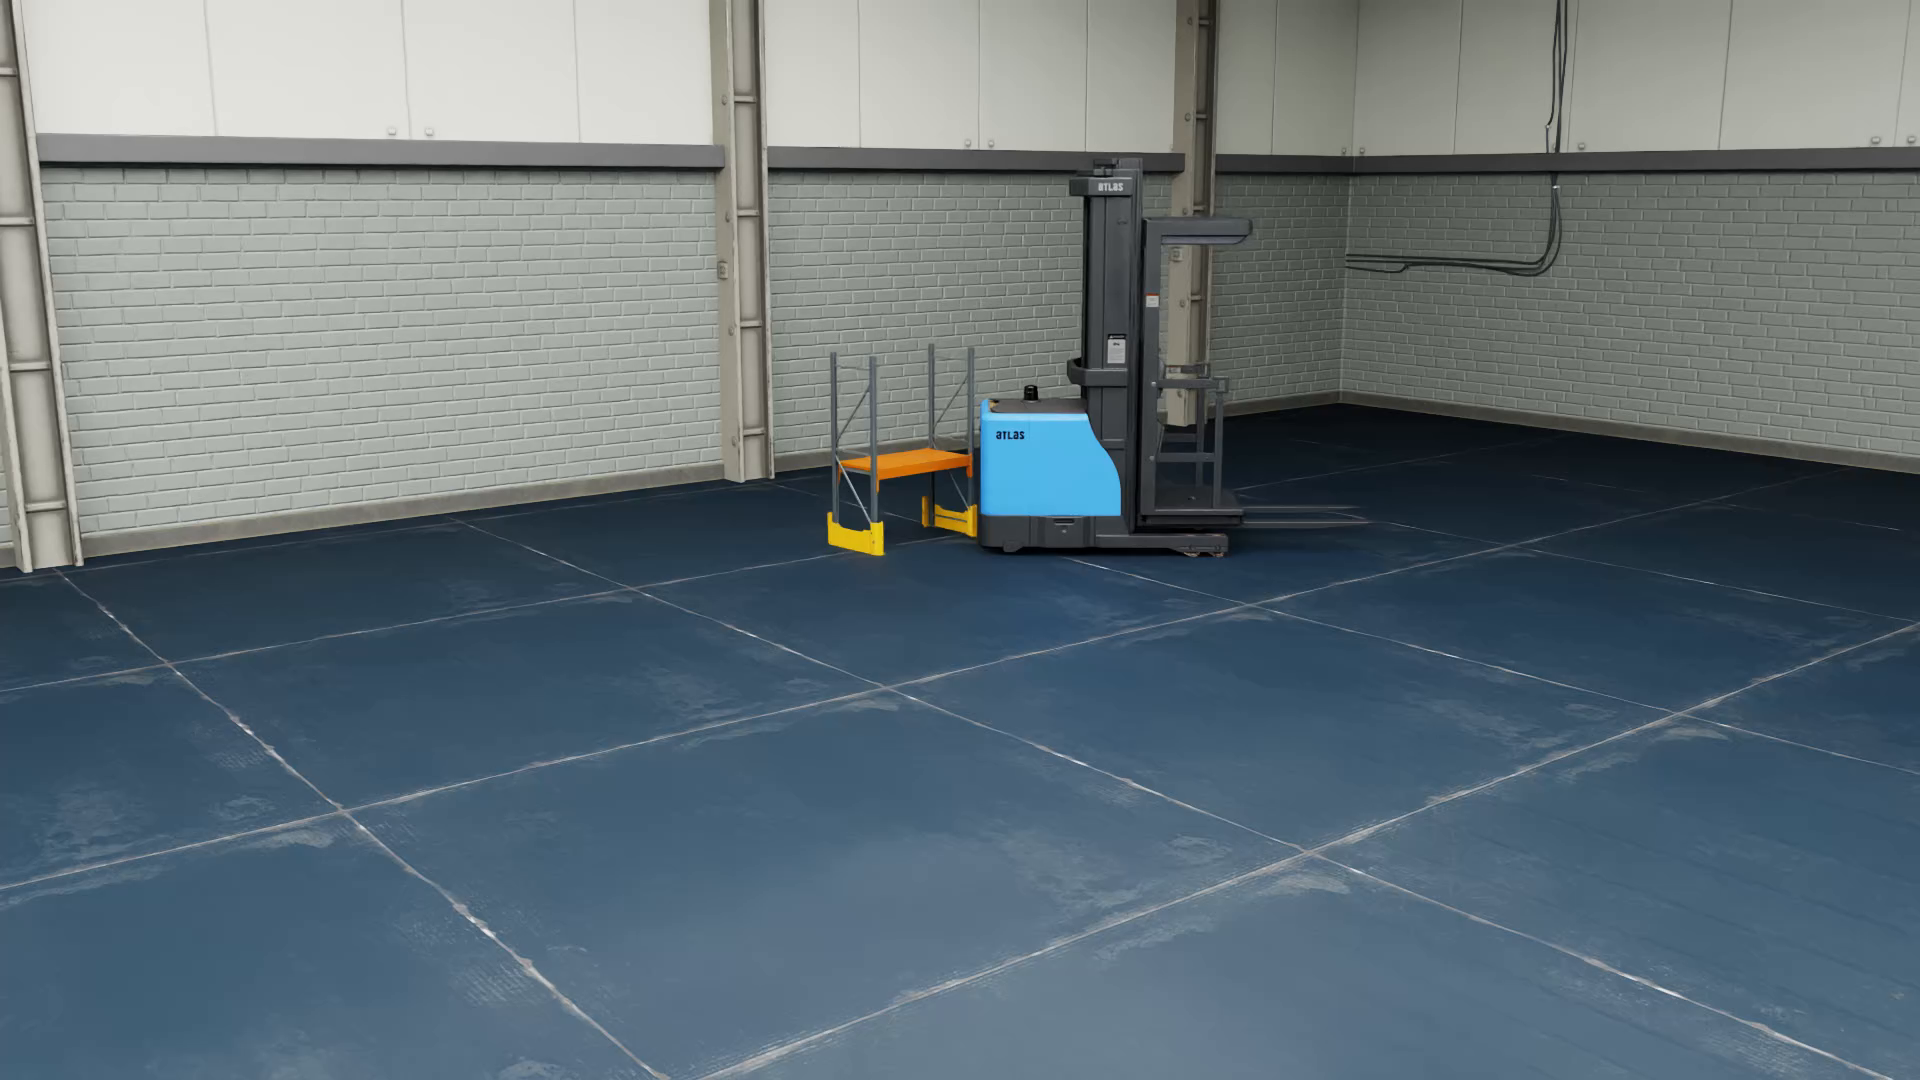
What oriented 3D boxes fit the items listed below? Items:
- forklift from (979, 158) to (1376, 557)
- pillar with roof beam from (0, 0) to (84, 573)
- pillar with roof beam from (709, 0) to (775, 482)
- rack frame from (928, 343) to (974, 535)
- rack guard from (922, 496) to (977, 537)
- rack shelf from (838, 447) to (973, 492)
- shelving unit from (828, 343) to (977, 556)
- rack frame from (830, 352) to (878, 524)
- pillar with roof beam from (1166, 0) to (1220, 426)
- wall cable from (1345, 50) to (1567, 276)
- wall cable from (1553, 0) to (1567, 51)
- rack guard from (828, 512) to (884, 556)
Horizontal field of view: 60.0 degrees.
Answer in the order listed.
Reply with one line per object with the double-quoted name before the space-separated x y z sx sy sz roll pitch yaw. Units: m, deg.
"forklift" 1.663 -1.418 12.752 3.031 2.935 1.130 0 12 0
"pillar with roof beam" -4.014 -3.517 8.028 0.400 9.000 9.100 -9 15 -38
"pillar with roof beam" 0.671 -4.296 11.694 0.400 9.000 9.100 -9 15 -38
"rack frame" -0.072 -0.808 13.323 0.032 1.500 0.500 -11 16 -43
"rack guard" -0.086 -0.194 13.440 0.087 0.250 0.587 -11 16 -43
"rack shelf" -0.439 -0.559 13.016 1.000 0.185 0.538 -11 16 -43
"shelving unit" -0.445 -0.734 12.972 1.083 1.500 0.587 -11 16 -43
"rack frame" -0.805 -0.662 12.634 0.032 1.500 0.500 -11 16 -43
"pillar with roof beam" 5.356 -5.074 15.361 0.400 9.000 9.100 -9 15 -38
"wall cable" 5.793 -4.421 19.762 0.112 2.526 3.097 -9 15 -38
"wall cable" 7.483 -6.453 17.171 0.112 2.526 3.097 -9 15 -38
"rack guard" -0.804 -0.050 12.765 0.087 0.250 0.587 -11 16 -43
